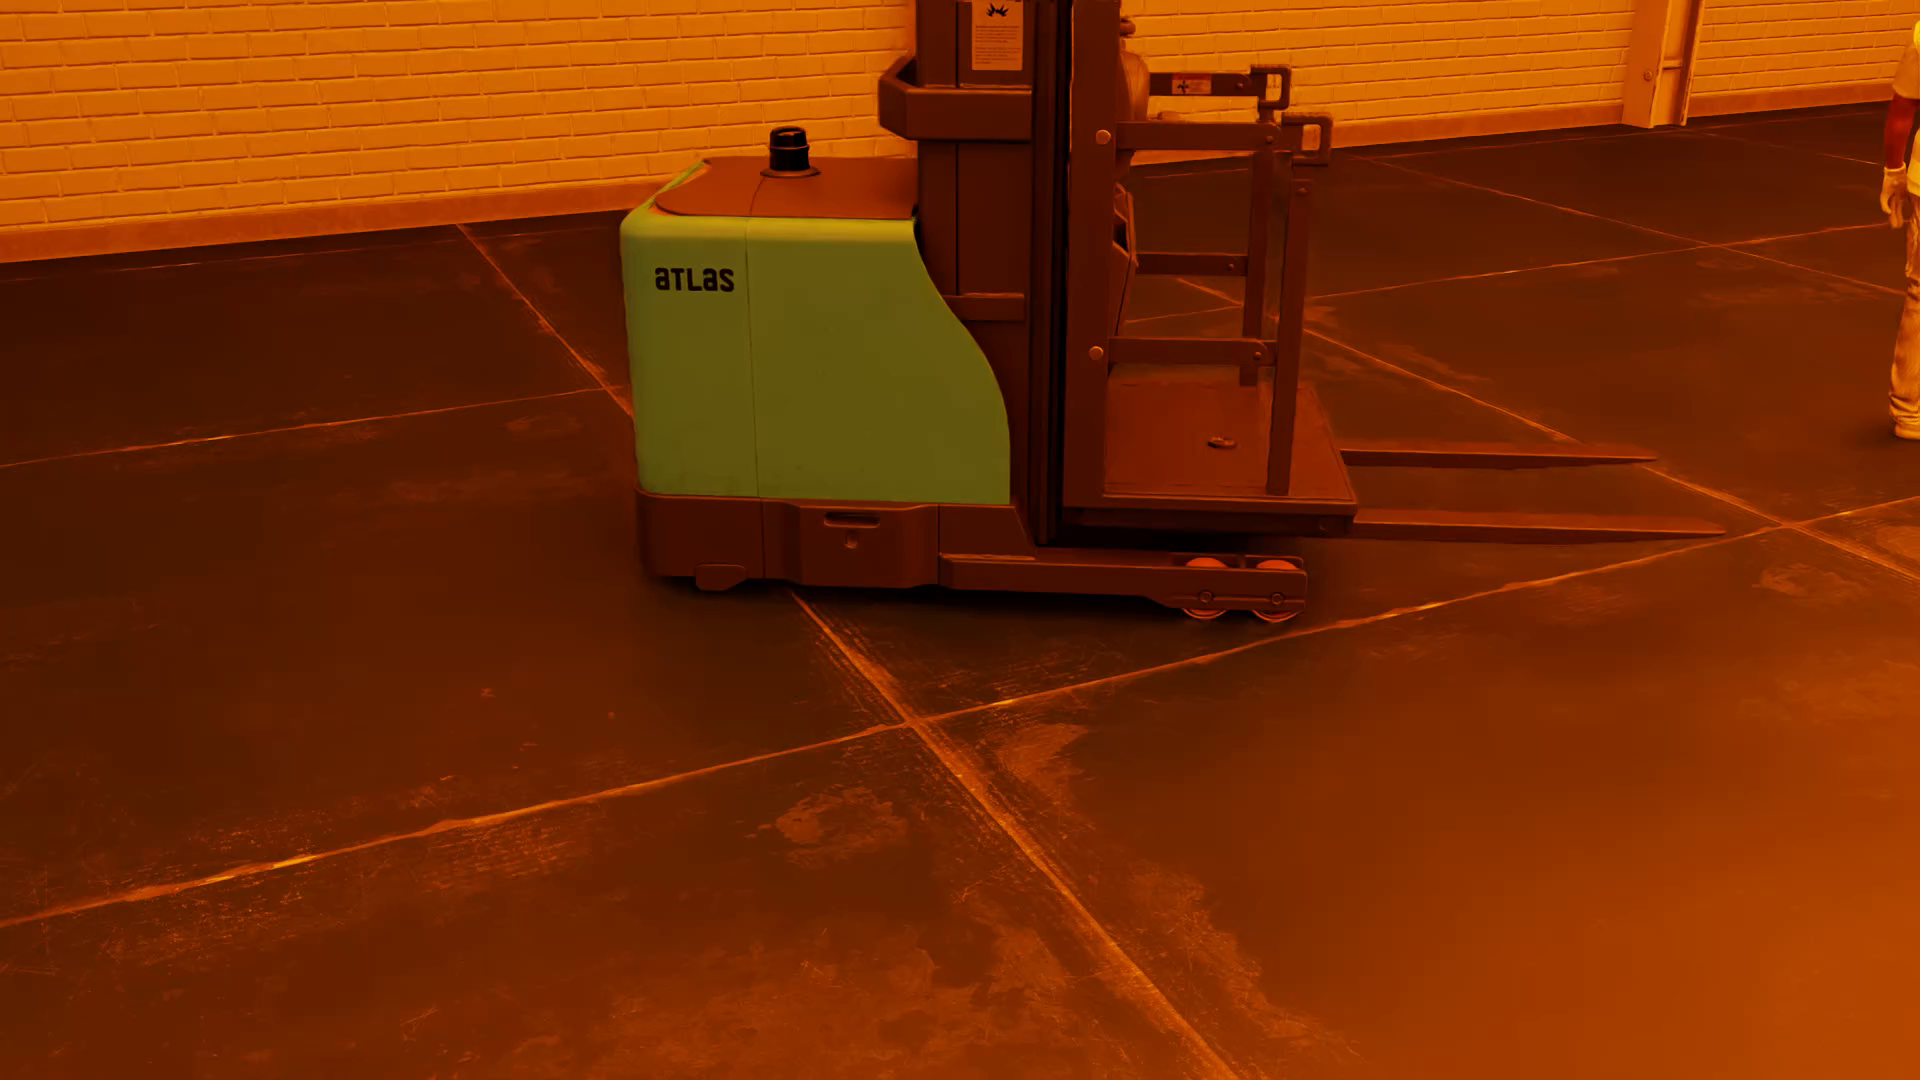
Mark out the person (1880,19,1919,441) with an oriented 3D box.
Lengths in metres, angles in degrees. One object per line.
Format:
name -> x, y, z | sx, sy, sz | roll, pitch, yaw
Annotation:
person -> 3.497, -1.198, 5.658 | 0.549, 1.787, 0.653 | -16, 28, -34

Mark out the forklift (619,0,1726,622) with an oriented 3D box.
forklift -> 0.627, -1.342, 4.516 | 3.031, 2.935, 1.130 | 2, 23, 4
